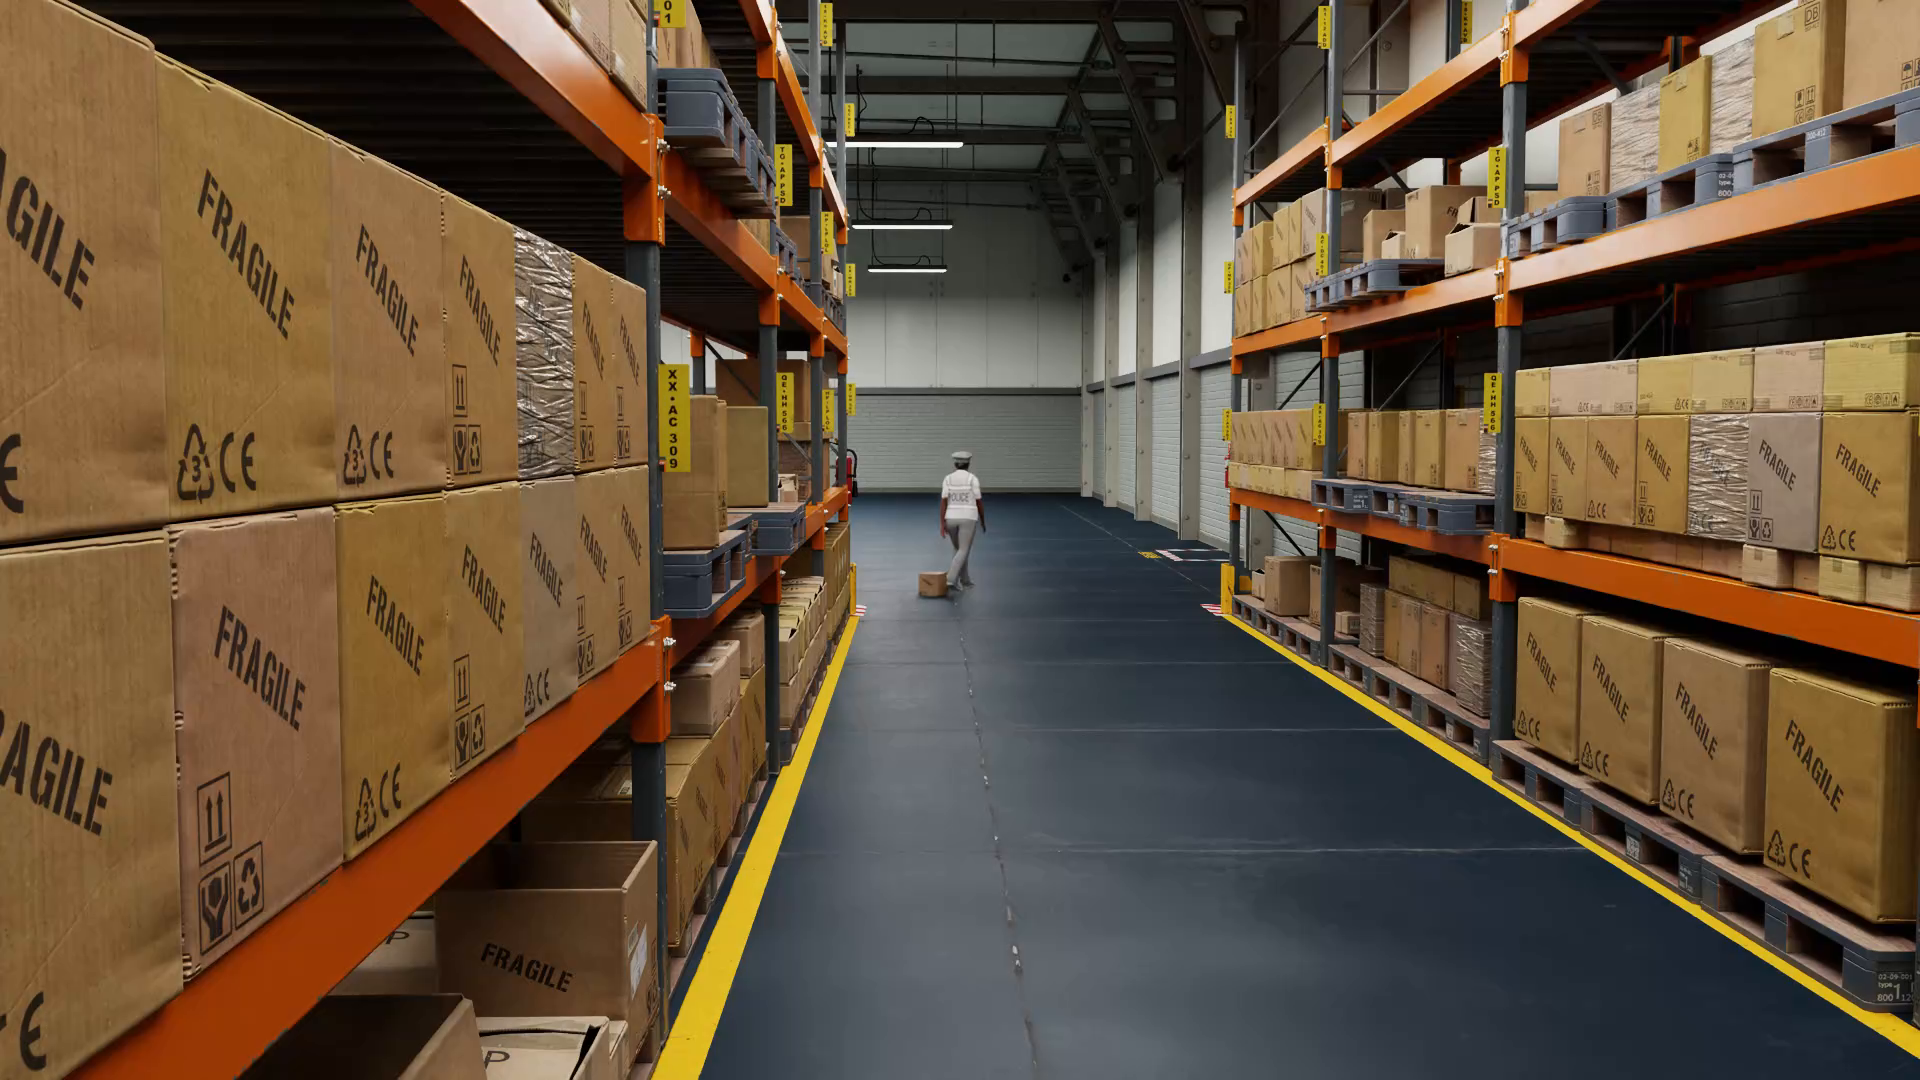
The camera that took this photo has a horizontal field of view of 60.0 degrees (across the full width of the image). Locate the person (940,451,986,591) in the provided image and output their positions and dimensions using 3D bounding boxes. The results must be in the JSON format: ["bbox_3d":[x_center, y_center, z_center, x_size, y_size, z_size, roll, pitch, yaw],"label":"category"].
[{"bbox_3d":[0.015,-0.212,19.034,0.454,1.609,1.068,2,4,25],"label":"person"}]
